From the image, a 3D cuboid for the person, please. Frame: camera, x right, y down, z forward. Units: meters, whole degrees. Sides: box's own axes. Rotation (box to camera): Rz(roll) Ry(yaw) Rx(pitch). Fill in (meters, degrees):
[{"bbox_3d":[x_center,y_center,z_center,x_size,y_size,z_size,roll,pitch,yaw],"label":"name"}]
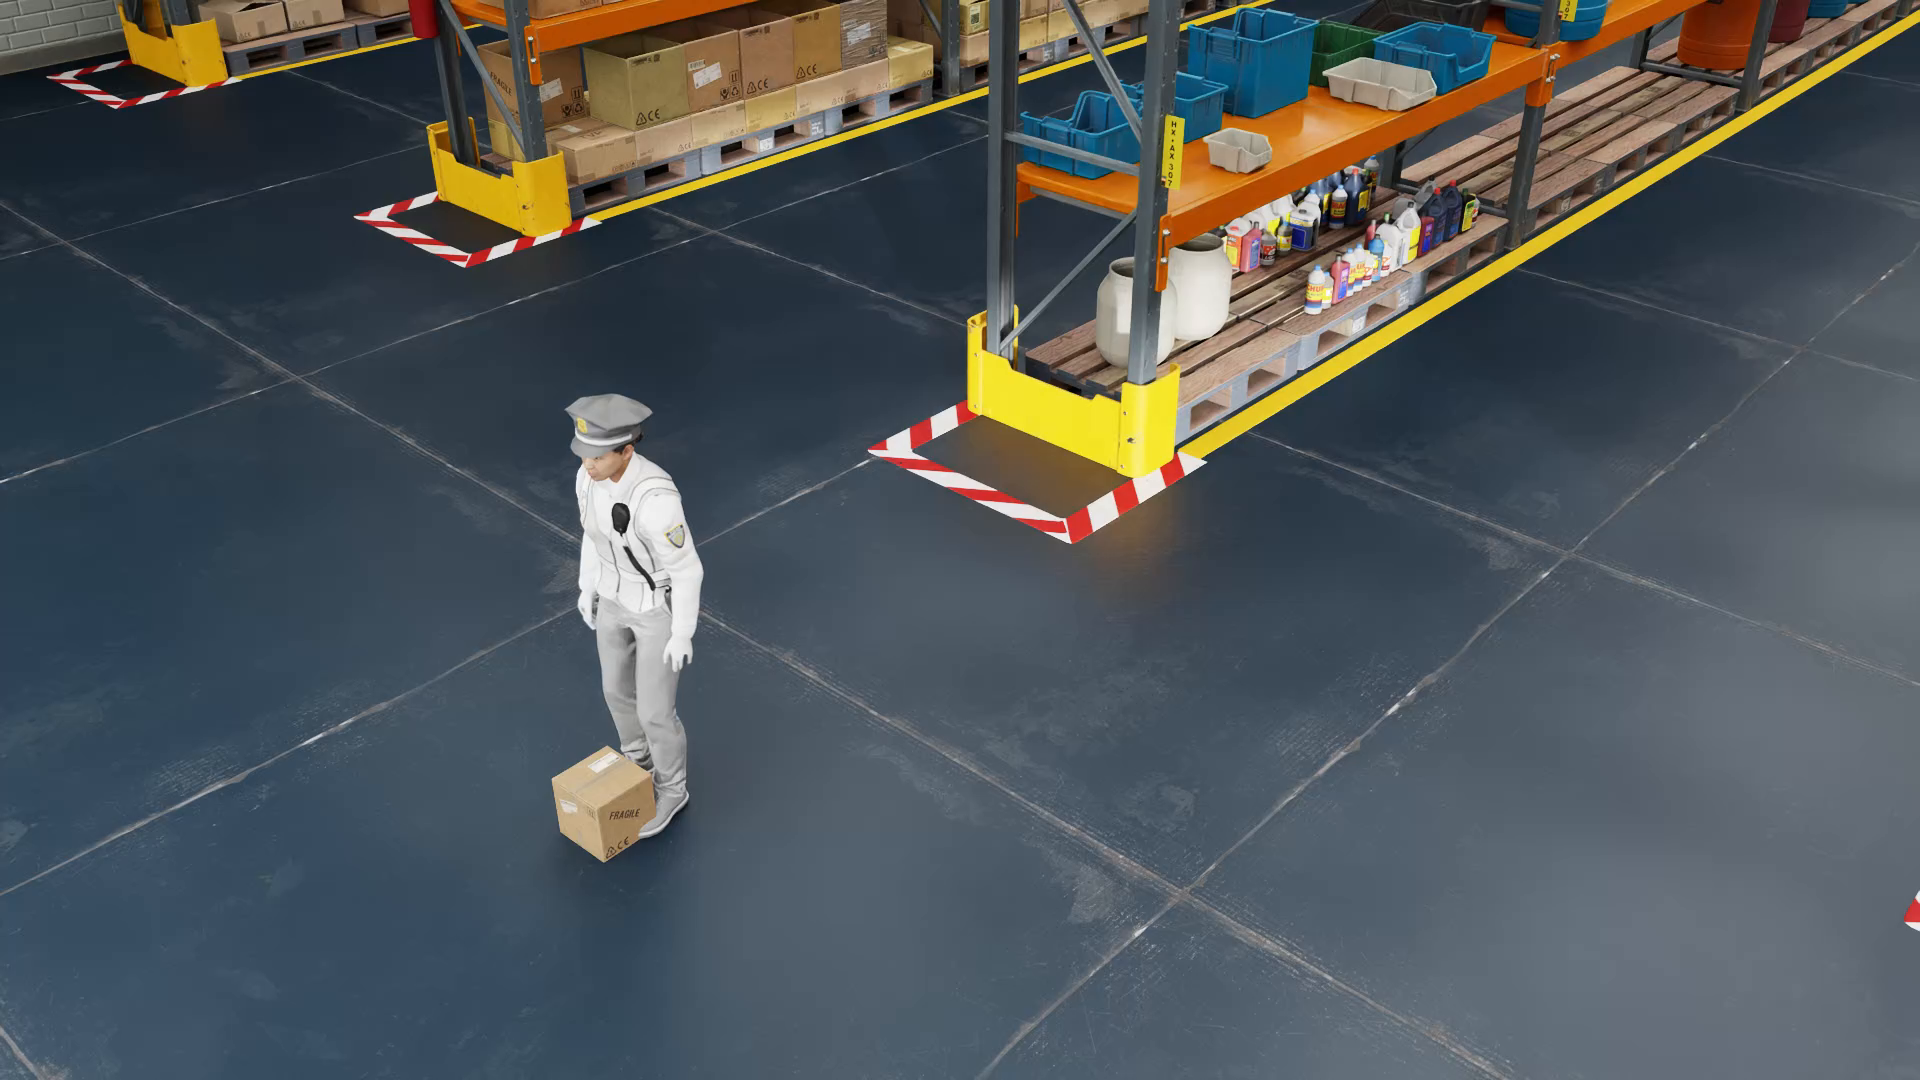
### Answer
[{"bbox_3d":[-1.117,0.254,5.715,0.547,1.665,0.411,23,38,32],"label":"person"}]
